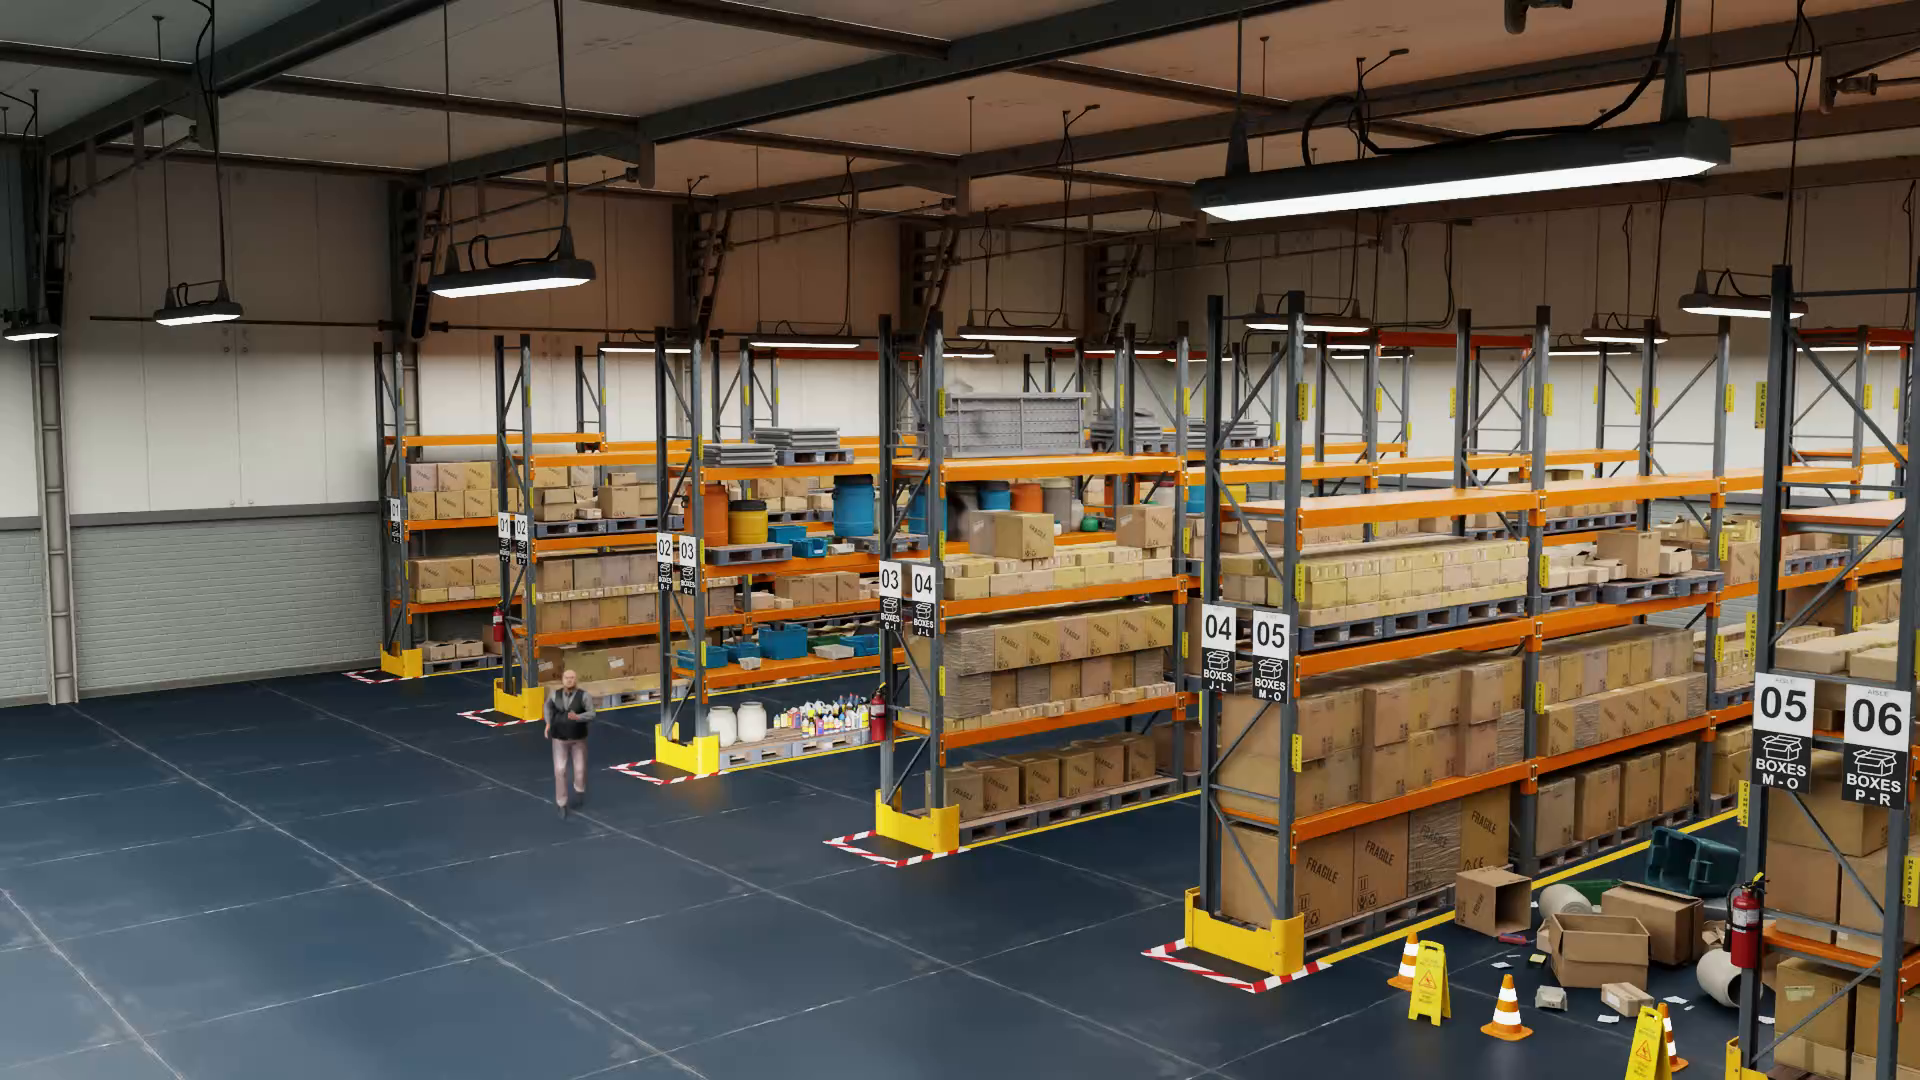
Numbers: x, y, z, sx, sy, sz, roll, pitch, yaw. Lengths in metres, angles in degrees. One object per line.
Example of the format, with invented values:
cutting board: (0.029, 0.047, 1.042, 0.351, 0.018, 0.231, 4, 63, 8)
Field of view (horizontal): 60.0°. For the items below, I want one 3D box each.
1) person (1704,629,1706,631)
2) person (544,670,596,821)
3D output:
person: (11.015, 2.107, 24.508, 0.605, 1.637, 0.557, -4, 7, -38)
person: (-4.747, 2.456, 20.248, 0.635, 1.771, 0.825, -1, 5, -10)
